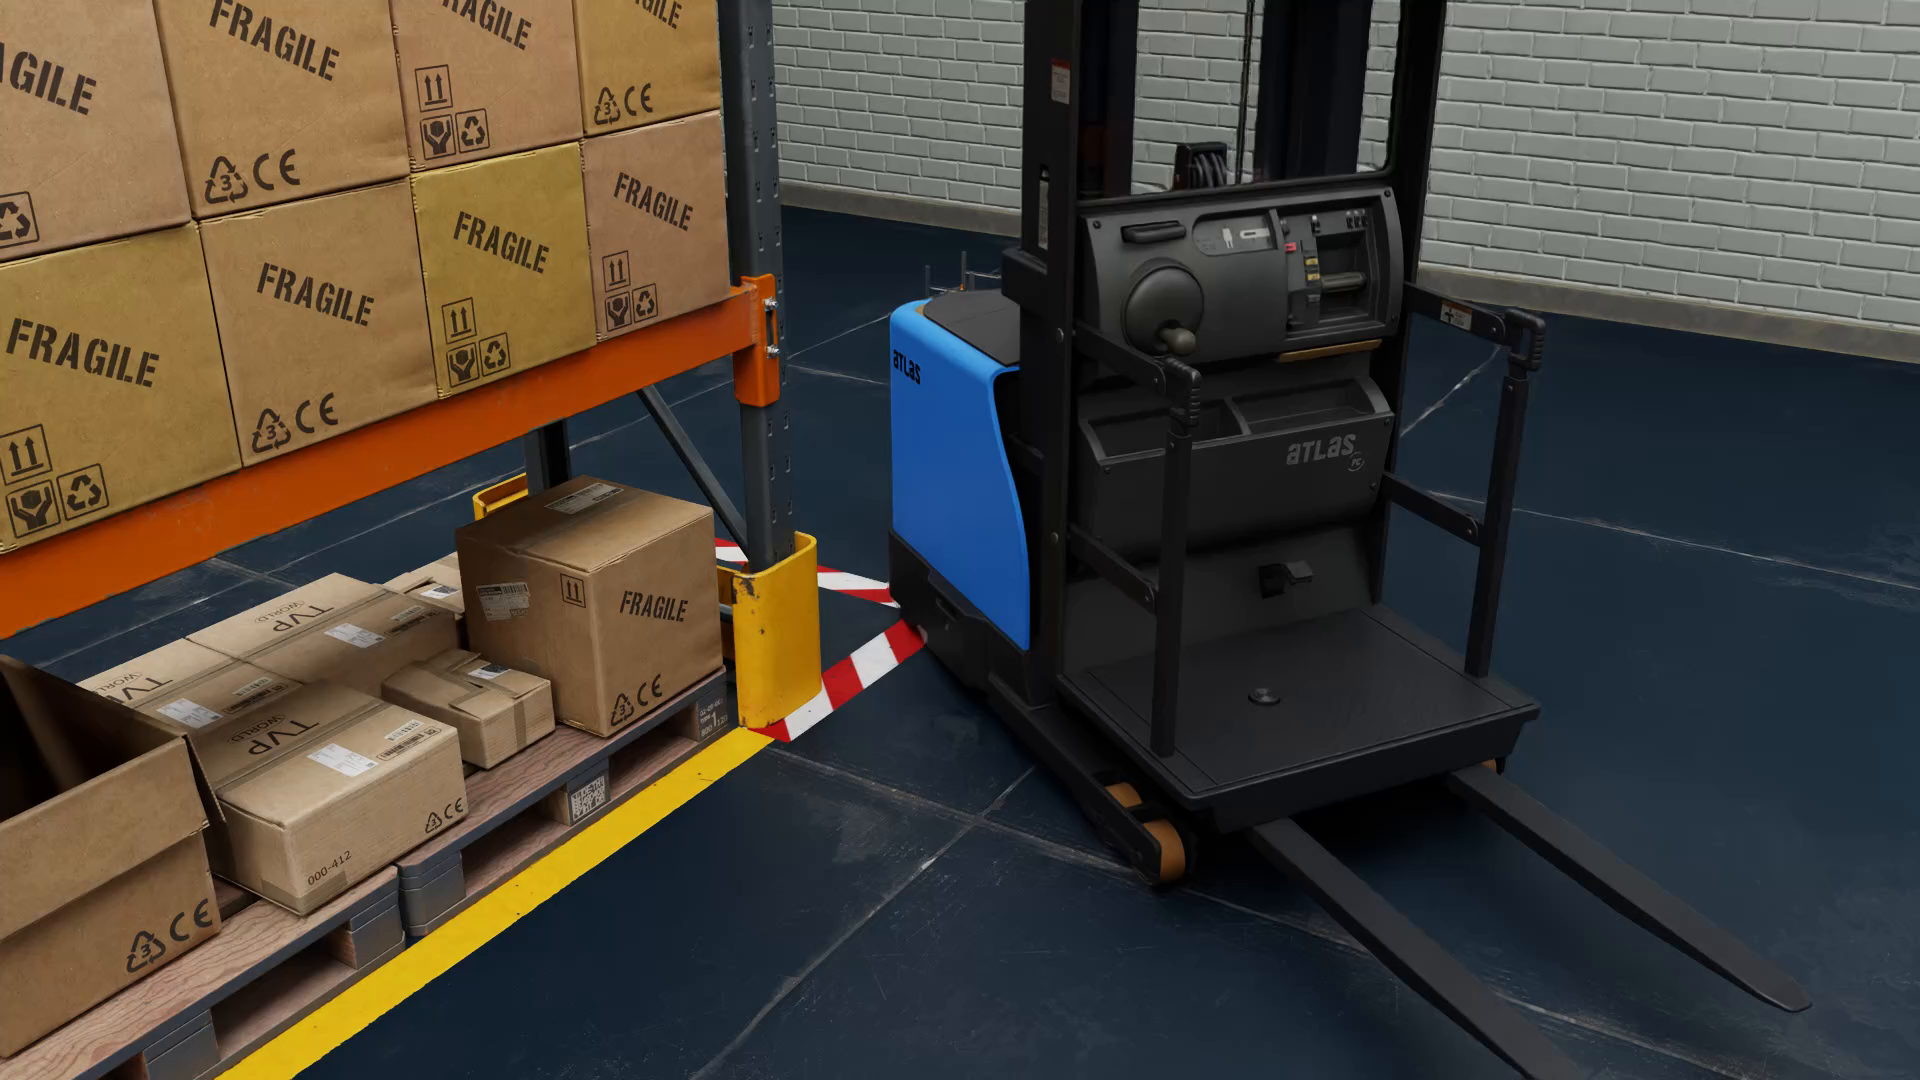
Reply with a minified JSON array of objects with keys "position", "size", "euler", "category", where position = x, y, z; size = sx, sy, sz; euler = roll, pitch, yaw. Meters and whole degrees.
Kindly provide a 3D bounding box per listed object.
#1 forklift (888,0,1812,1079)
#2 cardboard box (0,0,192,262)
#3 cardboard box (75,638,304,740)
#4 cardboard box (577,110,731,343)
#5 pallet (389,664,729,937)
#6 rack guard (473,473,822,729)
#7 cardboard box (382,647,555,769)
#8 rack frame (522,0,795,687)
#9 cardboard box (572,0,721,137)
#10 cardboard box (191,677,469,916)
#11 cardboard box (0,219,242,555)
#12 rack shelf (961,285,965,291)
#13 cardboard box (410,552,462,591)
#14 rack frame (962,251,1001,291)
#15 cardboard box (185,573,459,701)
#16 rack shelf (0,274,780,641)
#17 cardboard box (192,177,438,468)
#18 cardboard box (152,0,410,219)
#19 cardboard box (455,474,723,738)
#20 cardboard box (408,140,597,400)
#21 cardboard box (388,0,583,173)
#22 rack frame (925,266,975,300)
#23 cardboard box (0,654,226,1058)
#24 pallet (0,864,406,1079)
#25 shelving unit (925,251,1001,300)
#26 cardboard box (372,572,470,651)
[{"position":[0.837,-0.665,4.097],"size":[1.130,2.935,3.031],"euler":[-10,26,-23],"category":"forklift"},{"position":[-1.760,-0.788,2.909],"size":[0.500,0.500,0.500],"euler":[15,27,31],"category":"cardboard box"},{"position":[-2.008,0.511,4.201],"size":[0.500,0.250,0.500],"euler":[14,27,29],"category":"cardboard box"},{"position":[-0.957,-0.848,4.308],"size":[0.500,0.500,0.500],"euler":[15,27,31],"category":"cardboard box"},{"position":[-1.412,0.564,4.682],"size":[1.003,0.211,1.213],"euler":[14,27,29],"category":"pallet"},{"position":[-0.992,0.162,5.246],"size":[1.175,0.500,0.348],"euler":[14,27,29],"category":"rack guard"},{"position":[-1.320,0.441,4.469],"size":[0.380,0.166,0.250],"euler":[14,27,29],"category":"cardboard box"},{"position":[-0.952,-1.011,4.809],"size":[1.000,3.000,0.127],"euler":[14,27,29],"category":"rack frame"},{"position":[-0.954,-1.308,4.110],"size":[0.500,0.500,0.500],"euler":[14,27,29],"category":"cardboard box"},{"position":[-1.556,0.599,3.998],"size":[0.500,0.250,0.500],"euler":[14,27,29],"category":"cardboard box"},{"position":[-1.762,-0.335,3.123],"size":[0.500,0.500,0.500],"euler":[13,27,28],"category":"cardboard box"},{"position":[0.028,-0.751,5.975],"size":[0.215,0.259,0.240],"euler":[14,27,29],"category":"rack shelf"},{"position":[-1.465,0.165,5.128],"size":[0.380,0.149,0.250],"euler":[14,27,29],"category":"cardboard box"},{"position":[0.093,-0.541,6.178],"size":[0.200,1.050,0.008],"euler":[14,27,29],"category":"rack frame"},{"position":[-1.744,0.342,4.591],"size":[0.500,0.250,0.500],"euler":[14,27,29],"category":"cardboard box"},{"position":[-2.007,-0.005,3.392],"size":[1.077,0.370,4.000],"euler":[14,27,29],"category":"rack shelf"},{"position":[-1.496,-0.505,3.516],"size":[0.500,0.500,0.500],"euler":[14,27,29],"category":"cardboard box"},{"position":[-1.489,-0.961,3.309],"size":[0.500,0.500,0.500],"euler":[15,27,30],"category":"cardboard box"},{"position":[-1.030,0.170,4.675],"size":[0.500,0.500,0.500],"euler":[14,27,29],"category":"cardboard box"},{"position":[-1.228,-0.672,3.902],"size":[0.500,0.500,0.500],"euler":[14,27,29],"category":"cardboard box"},{"position":[-1.219,-1.137,3.716],"size":[0.500,0.500,0.500],"euler":[15,27,30],"category":"cardboard box"},{"position":[-0.036,-0.459,5.988],"size":[0.200,1.050,0.008],"euler":[14,27,29],"category":"rack frame"},{"position":[-2.076,0.648,3.566],"size":[0.797,0.503,0.637],"euler":[14,27,29],"category":"cardboard box"},{"position":[-2.057,0.974,3.734],"size":[1.003,0.211,1.213],"euler":[14,27,29],"category":"pallet"},{"position":[0.028,-0.500,6.083],"size":[0.215,1.050,0.252],"euler":[14,27,29],"category":"shelving unit"},{"position":[-1.597,0.241,4.929],"size":[0.380,0.166,0.250],"euler":[14,27,29],"category":"cardboard box"}]
